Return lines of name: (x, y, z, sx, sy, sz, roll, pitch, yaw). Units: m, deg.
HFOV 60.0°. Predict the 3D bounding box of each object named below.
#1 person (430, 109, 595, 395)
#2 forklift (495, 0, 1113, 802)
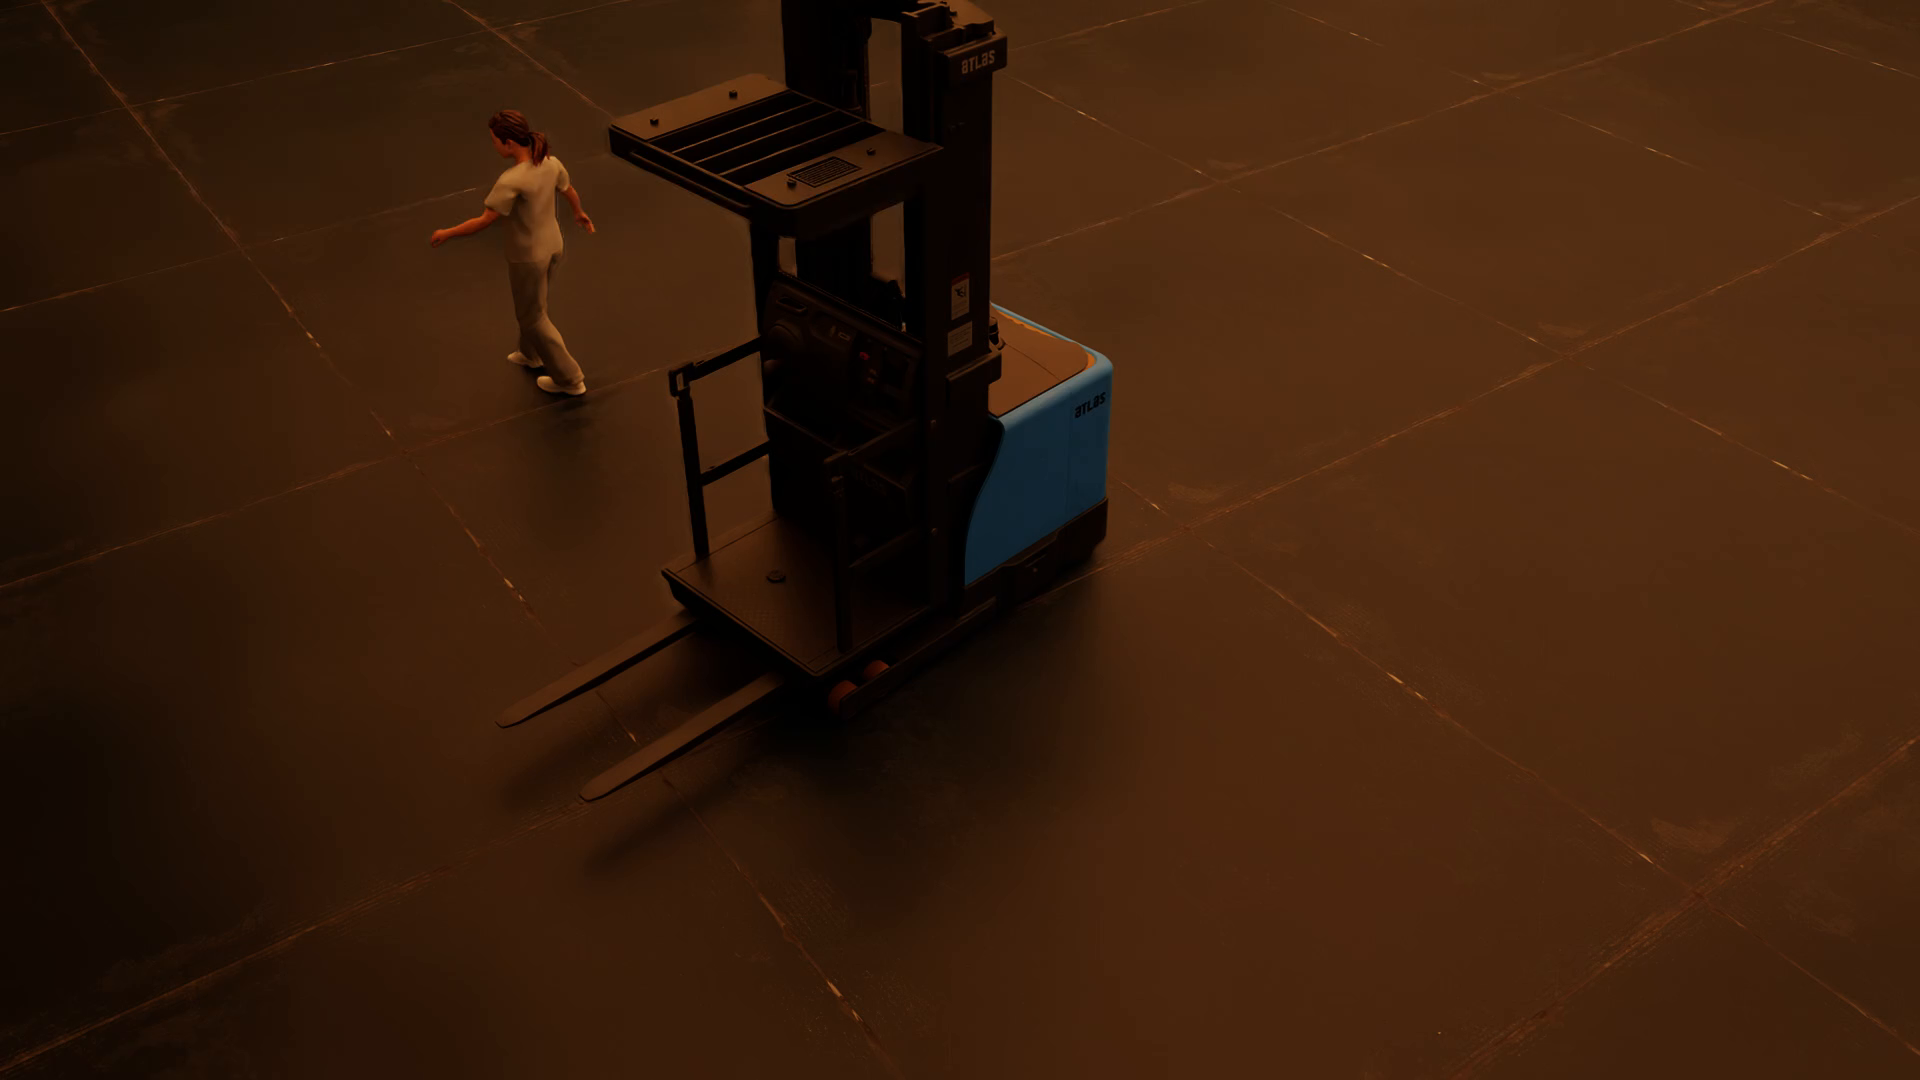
person: (-2.423, -1.610, 9.229, 0.680, 1.679, 0.888, 15, 39, 20)
forklift: (-0.661, -0.737, 6.941, 1.130, 2.935, 3.031, 30, 46, 34)
